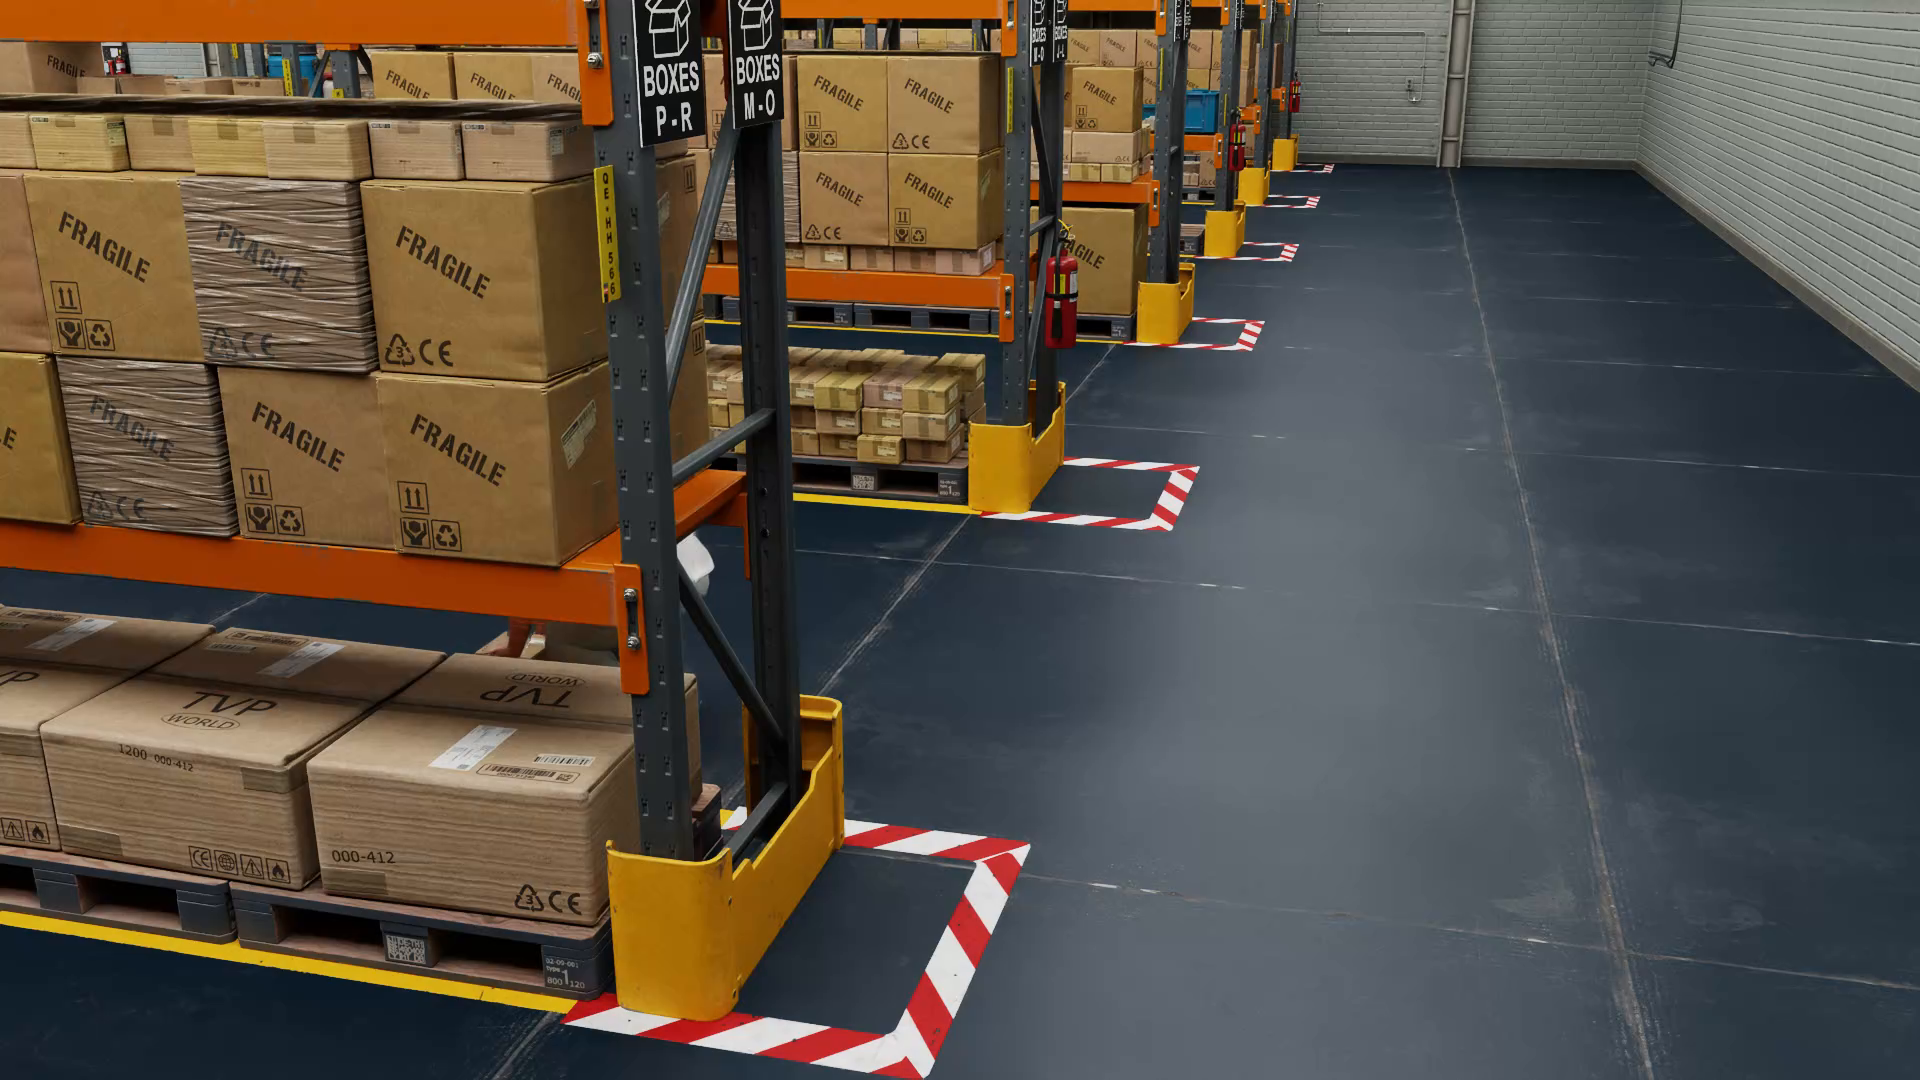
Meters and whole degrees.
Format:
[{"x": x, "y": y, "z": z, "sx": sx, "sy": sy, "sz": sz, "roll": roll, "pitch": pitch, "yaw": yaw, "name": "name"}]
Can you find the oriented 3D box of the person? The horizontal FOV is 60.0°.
[{"x": -1.454, "y": 0.192, "z": 6.554, "sx": 0.934, "sy": 1.075, "sz": 0.571, "roll": 4, "pitch": 19, "yaw": 13, "name": "person"}]
